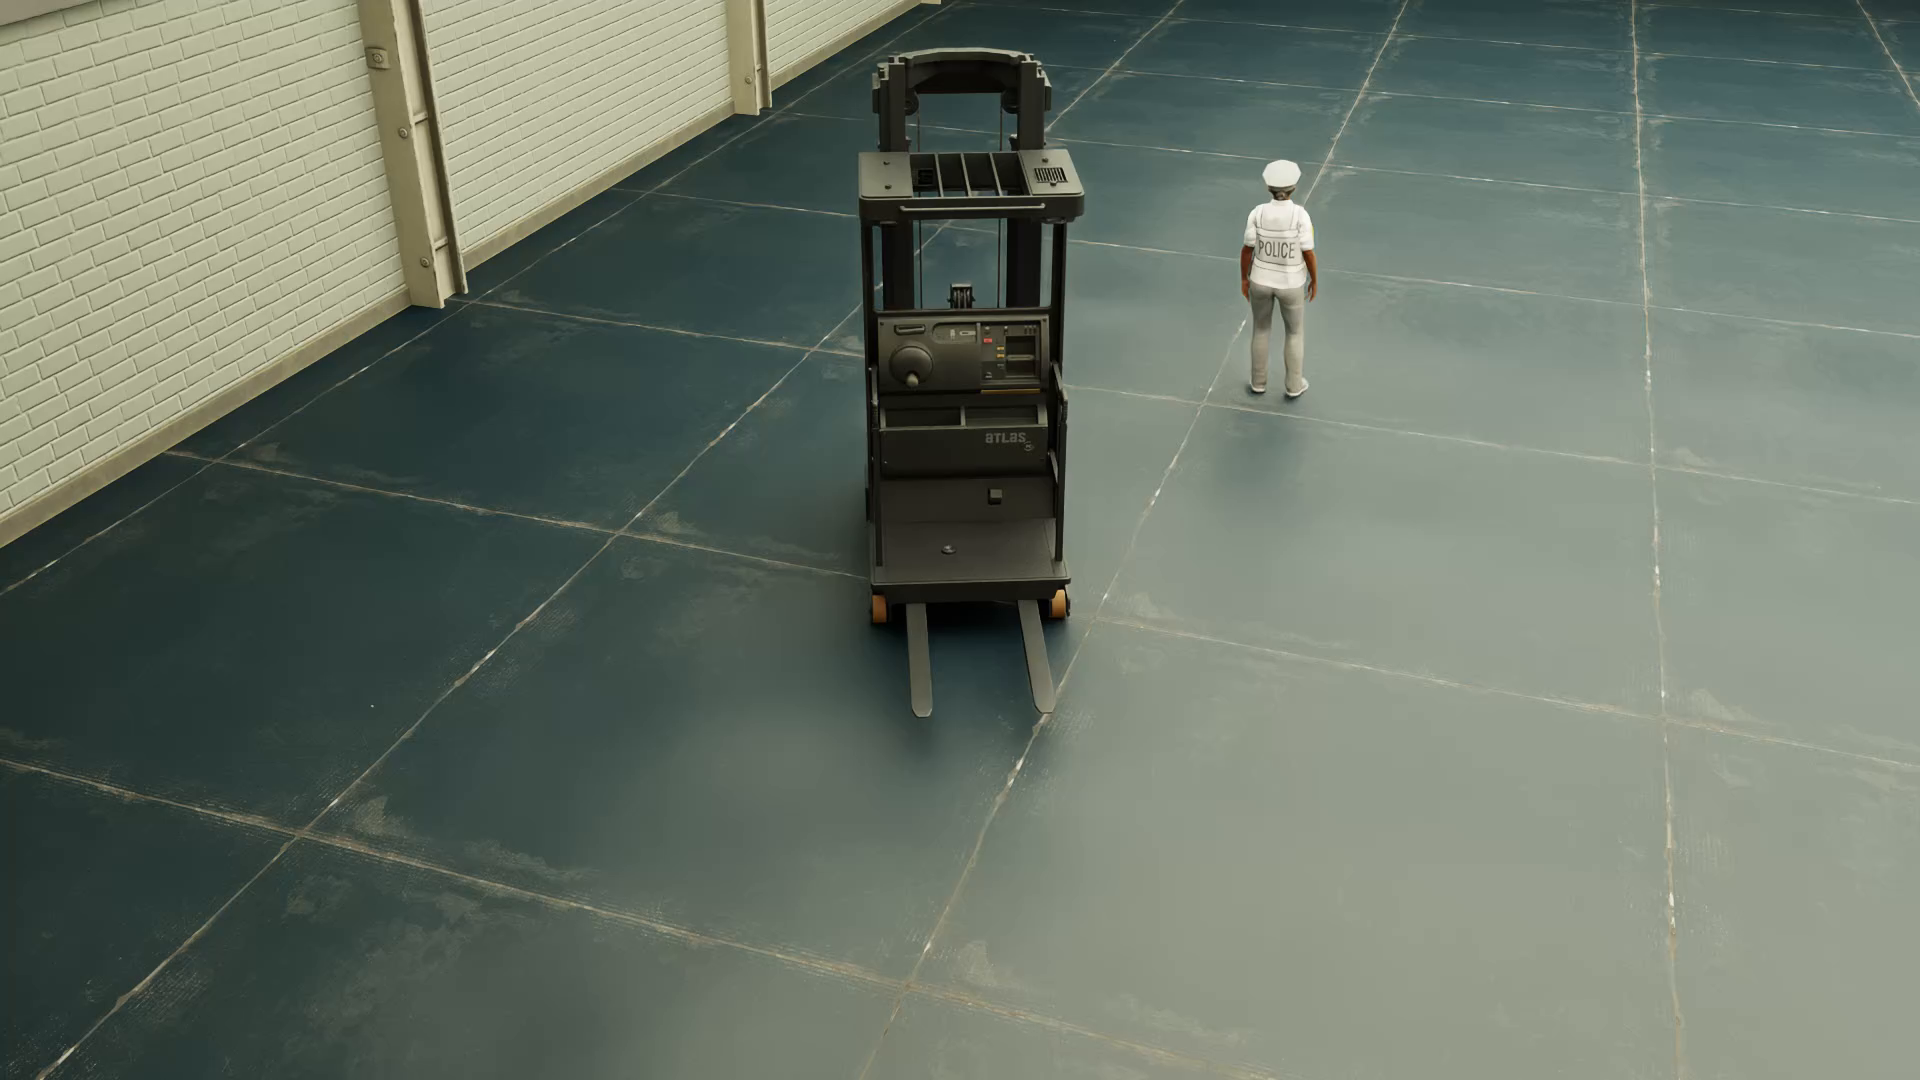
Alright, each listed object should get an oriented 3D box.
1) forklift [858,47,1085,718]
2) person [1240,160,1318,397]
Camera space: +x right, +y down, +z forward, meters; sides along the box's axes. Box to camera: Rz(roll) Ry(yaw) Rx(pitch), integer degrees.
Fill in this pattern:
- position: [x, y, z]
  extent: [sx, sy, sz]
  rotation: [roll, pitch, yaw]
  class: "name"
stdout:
- position: [0.035, -0.972, 8.842]
  extent: [1.130, 2.935, 3.031]
  rotation: [-2, 30, -3]
  class: "forklift"
- position: [2.219, -1.802, 11.559]
  extent: [0.536, 1.709, 0.471]
  rotation: [11, 32, 19]
  class: "person"
